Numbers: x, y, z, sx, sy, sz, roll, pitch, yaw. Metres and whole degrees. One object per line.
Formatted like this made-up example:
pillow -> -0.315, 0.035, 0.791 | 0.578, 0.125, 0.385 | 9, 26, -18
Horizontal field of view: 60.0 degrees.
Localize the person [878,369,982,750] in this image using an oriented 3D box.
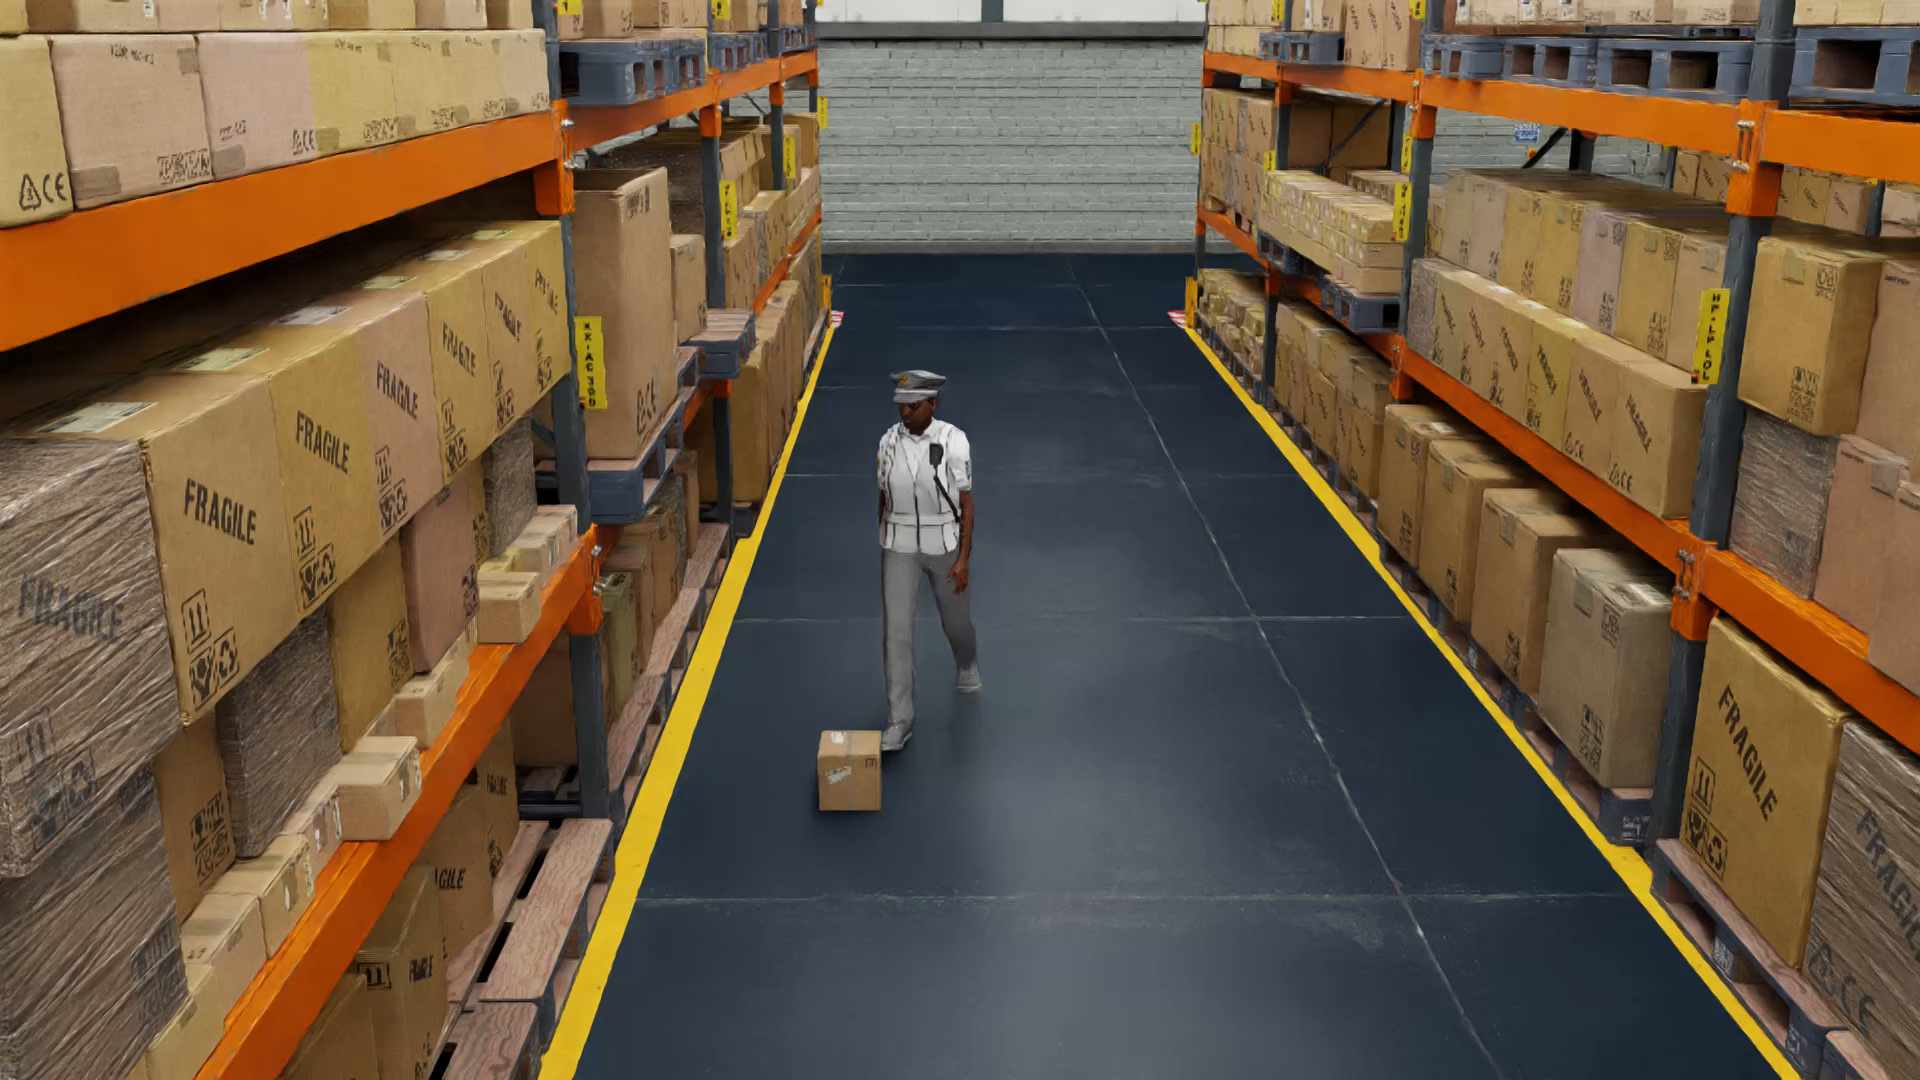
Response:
person -> -0.155, 0.045, 7.386 | 0.441, 1.645, 0.904 | 2, 17, 8
